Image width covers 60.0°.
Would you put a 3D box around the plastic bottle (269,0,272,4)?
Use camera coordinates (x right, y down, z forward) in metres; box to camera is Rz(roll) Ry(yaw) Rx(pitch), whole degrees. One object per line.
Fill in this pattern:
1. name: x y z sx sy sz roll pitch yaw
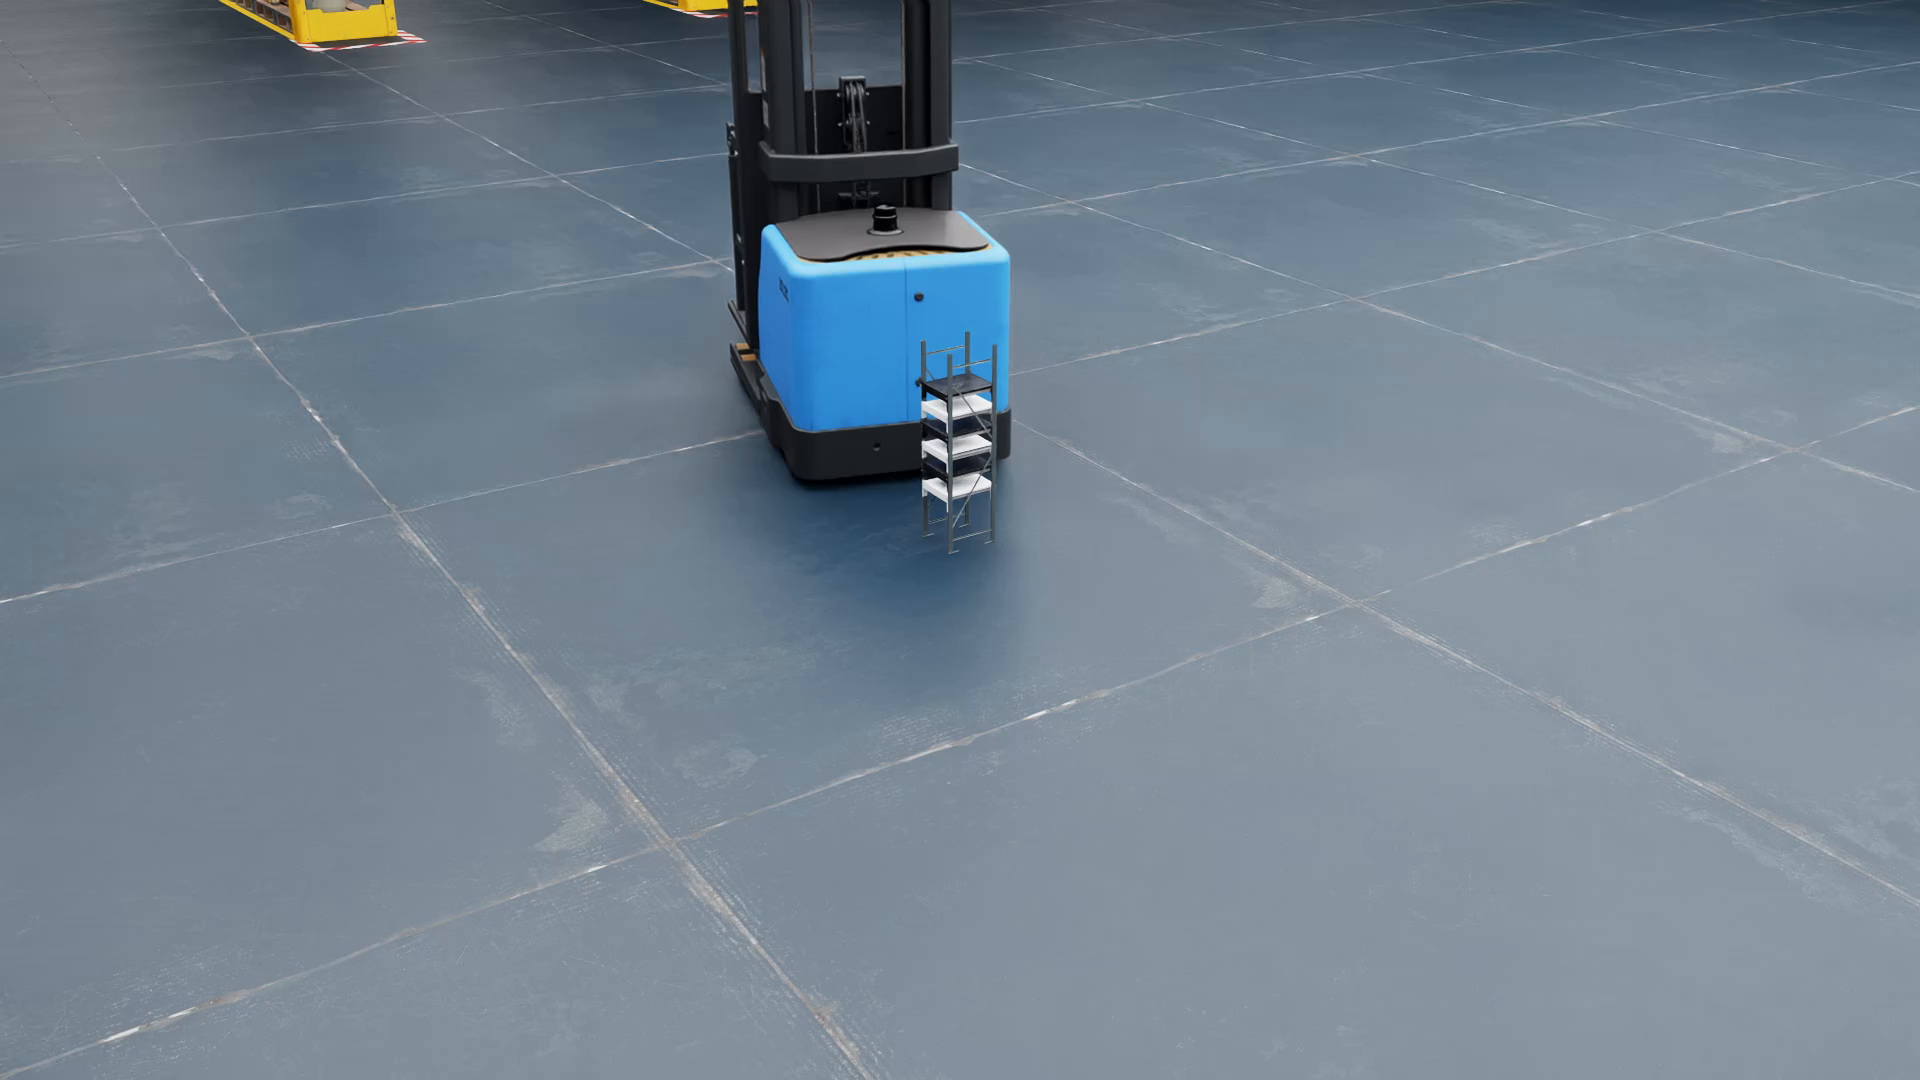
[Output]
1. plastic bottle: -8.797 -6.992 21.214 0.061 0.283 0.133 -15 29 -28

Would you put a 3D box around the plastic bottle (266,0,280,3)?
1. plastic bottle: -8.832 -7.048 21.340 0.152 0.276 0.135 -15 29 -29

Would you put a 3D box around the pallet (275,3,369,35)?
1. pallet: -7.868 -6.476 20.721 1.003 0.211 1.213 -16 29 -30

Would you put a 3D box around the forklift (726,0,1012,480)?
1. forklift: -0.645 -2.207 8.492 1.130 2.935 3.031 -7 26 -14

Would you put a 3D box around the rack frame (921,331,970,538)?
1. rack frame: -0.060 -0.446 7.141 0.240 0.900 0.006 -16 29 -30

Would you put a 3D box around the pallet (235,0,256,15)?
1. pallet: -9.200 -7.349 22.570 1.003 0.211 1.213 -16 29 -30

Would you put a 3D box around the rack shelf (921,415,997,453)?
1. rack shelf: -0.004 -0.461 7.040 0.258 0.077 0.200 -16 29 -30

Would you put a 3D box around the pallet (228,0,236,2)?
1. pallet: -9.993 -7.871 23.675 1.003 0.211 1.213 -16 29 -30

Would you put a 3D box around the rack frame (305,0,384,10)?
1. rack frame: -7.348 -7.429 19.473 1.000 3.000 0.127 -16 29 -30

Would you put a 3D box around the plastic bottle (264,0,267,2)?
1. plastic bottle: -8.908 -7.097 21.445 0.152 0.276 0.135 -16 30 -31

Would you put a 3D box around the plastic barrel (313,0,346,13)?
1. plastic barrel: -7.771 -6.711 20.376 0.421 0.512 0.421 0 25 0

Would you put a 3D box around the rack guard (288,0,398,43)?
1. rack guard: -7.429 -6.315 20.041 1.175 0.500 0.348 -16 29 -30

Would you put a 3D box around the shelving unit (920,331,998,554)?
1. shelving unit: -0.004 -0.410 7.064 0.258 0.900 0.210 -16 29 -30

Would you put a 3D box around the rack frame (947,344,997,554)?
1. rack frame: 0.051 -0.373 6.987 0.240 0.900 0.006 -16 29 -30

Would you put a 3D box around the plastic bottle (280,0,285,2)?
1. plastic bottle: -8.743 -7.076 21.392 0.061 0.283 0.133 -16 29 -30

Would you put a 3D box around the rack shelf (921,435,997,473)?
1. rack shelf: -0.004 -0.380 7.078 0.258 0.077 0.200 -16 29 -30

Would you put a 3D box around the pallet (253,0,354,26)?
1. pallet: -8.530 -6.912 21.644 1.003 0.211 1.213 -16 29 -30

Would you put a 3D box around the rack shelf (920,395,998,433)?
1. rack shelf: -0.004 -0.542 7.001 0.258 0.077 0.200 -16 29 -30

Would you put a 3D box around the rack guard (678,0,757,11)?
1. rack guard: -3.239 -7.480 22.509 1.175 0.500 0.348 -16 29 -30

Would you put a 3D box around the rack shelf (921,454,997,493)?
1. rack shelf: -0.004 -0.298 7.117 0.258 0.077 0.200 -16 29 -30

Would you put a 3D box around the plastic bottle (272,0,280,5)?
1. plastic bottle: -8.718 -6.917 21.152 0.097 0.201 0.097 0 25 0

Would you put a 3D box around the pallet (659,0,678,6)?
1. pallet: -3.653 -7.648 23.204 1.003 0.211 1.213 -16 29 -30

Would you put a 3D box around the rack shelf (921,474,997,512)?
1. rack shelf: -0.004 -0.217 7.155 0.258 0.077 0.200 -16 29 -30

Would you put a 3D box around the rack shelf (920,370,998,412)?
1. rack shelf: -0.004 -0.624 6.963 0.258 0.077 0.200 -16 29 -30
